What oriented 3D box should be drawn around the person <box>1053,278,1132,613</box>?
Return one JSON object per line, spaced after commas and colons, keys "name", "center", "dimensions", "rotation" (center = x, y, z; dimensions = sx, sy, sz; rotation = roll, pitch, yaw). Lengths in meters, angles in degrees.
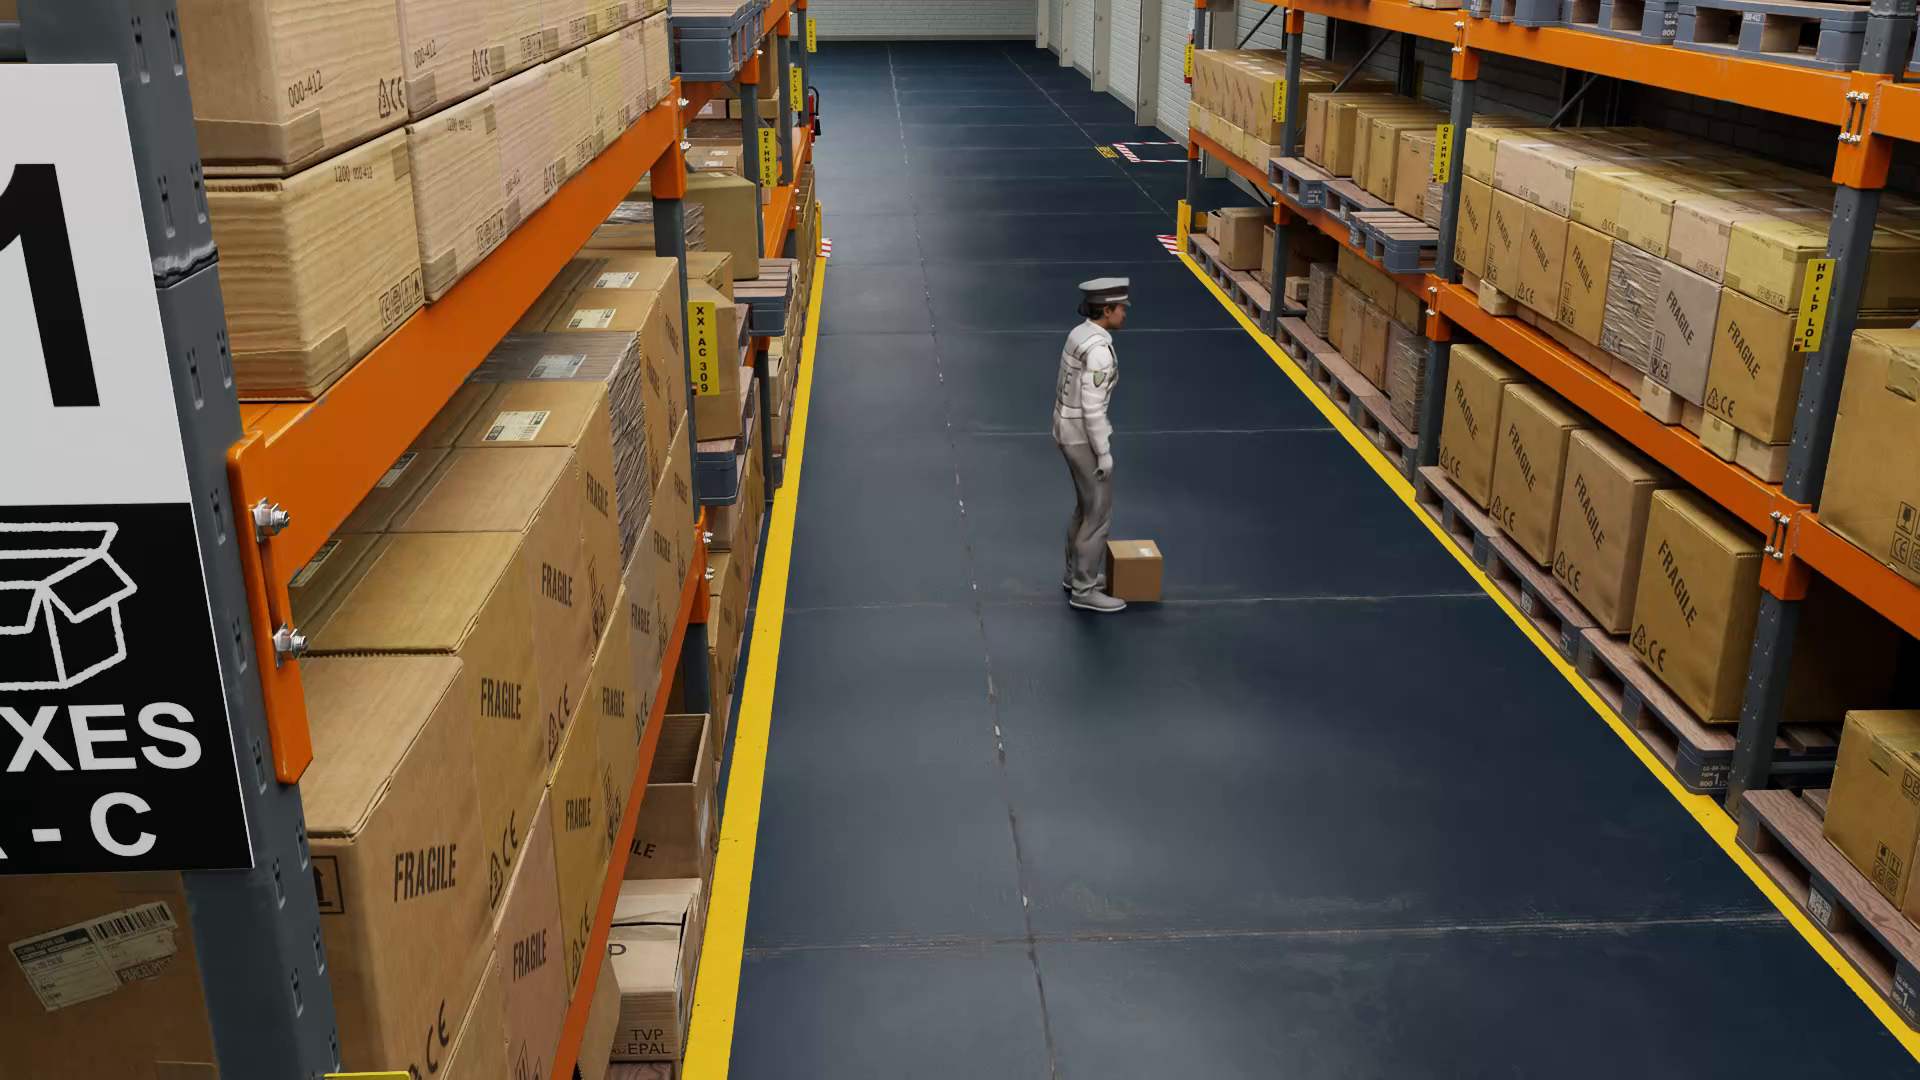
{"name": "person", "center": [0.659, -0.491, 8.384], "dimensions": [0.373, 1.662, 0.524], "rotation": [-2, 21, -5]}
